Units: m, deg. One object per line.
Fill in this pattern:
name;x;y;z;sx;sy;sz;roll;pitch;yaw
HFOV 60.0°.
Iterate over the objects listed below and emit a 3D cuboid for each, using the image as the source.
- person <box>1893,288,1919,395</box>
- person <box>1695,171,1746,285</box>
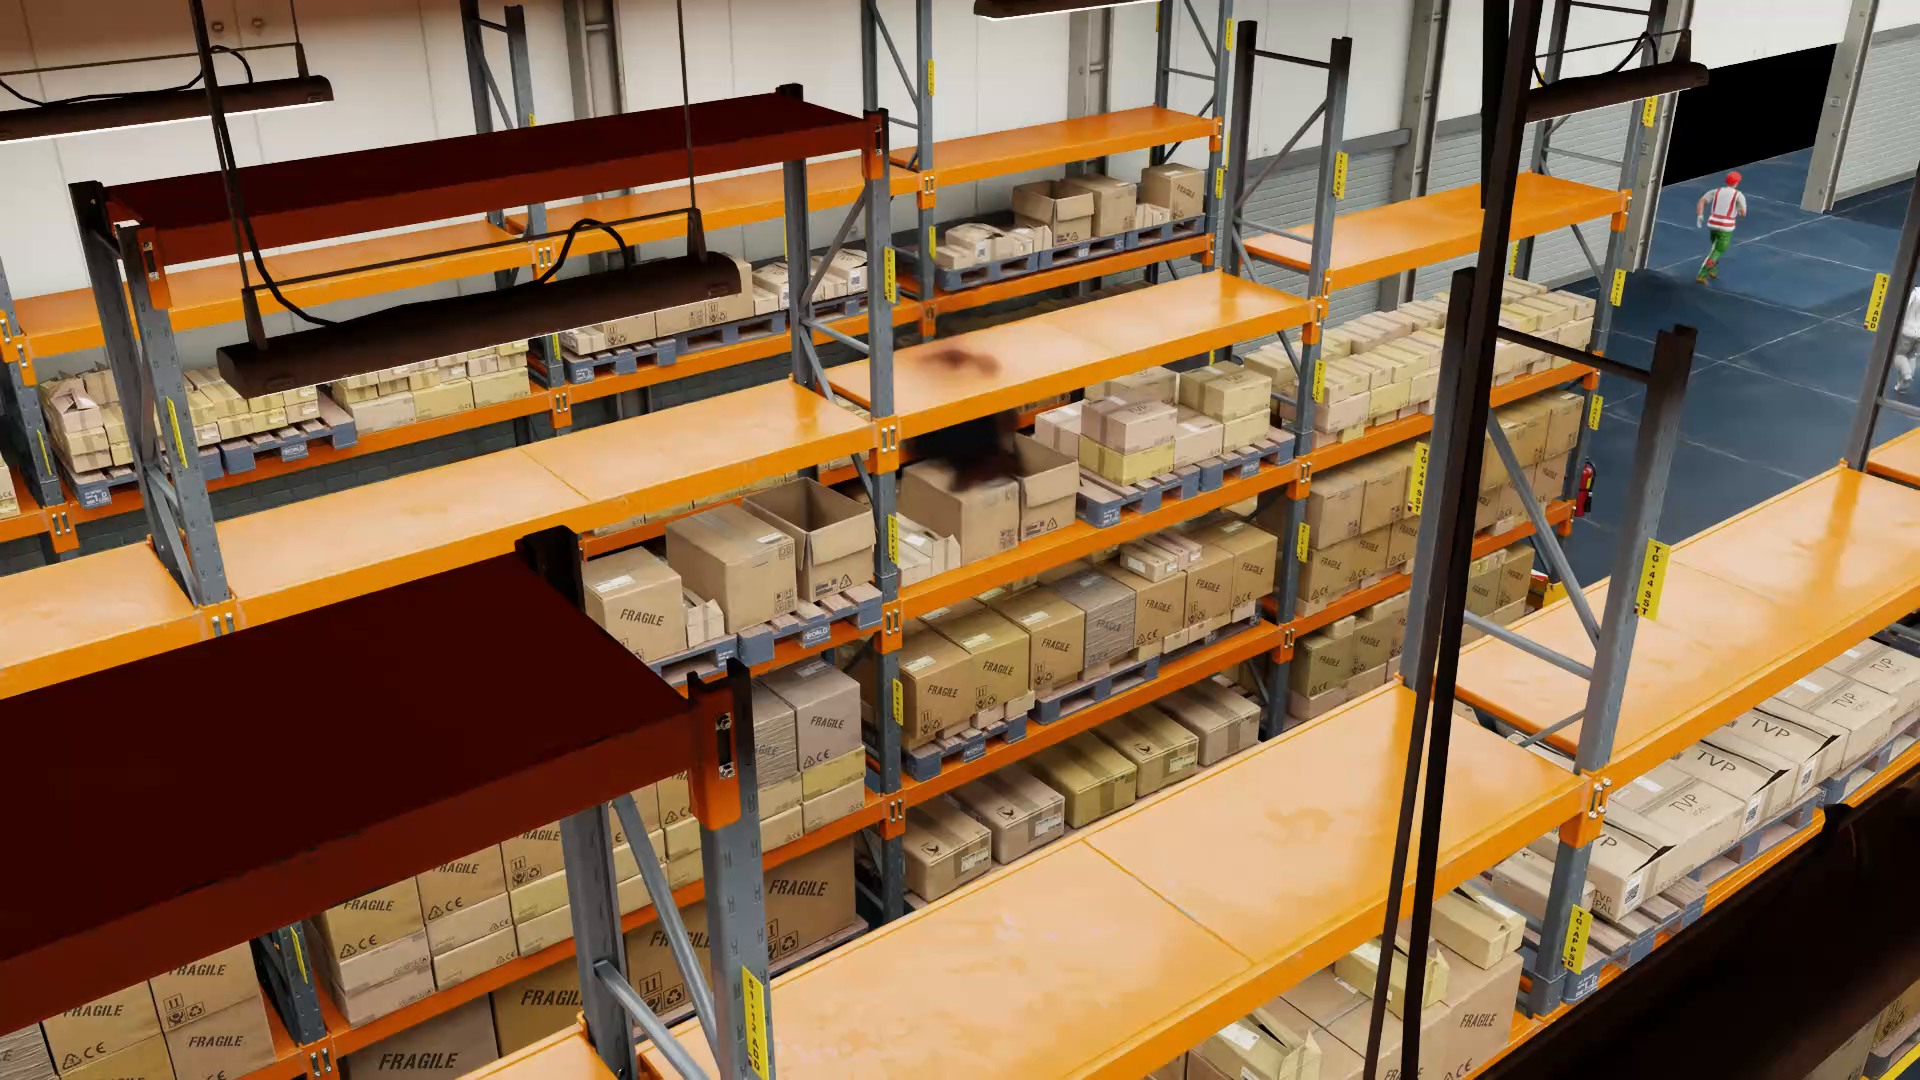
person;12.484;-2.697;21.669;0.733;1.720;0.602;3;26;6
person;11.878;-4.850;26.000;0.905;1.808;0.676;-19;32;-34
